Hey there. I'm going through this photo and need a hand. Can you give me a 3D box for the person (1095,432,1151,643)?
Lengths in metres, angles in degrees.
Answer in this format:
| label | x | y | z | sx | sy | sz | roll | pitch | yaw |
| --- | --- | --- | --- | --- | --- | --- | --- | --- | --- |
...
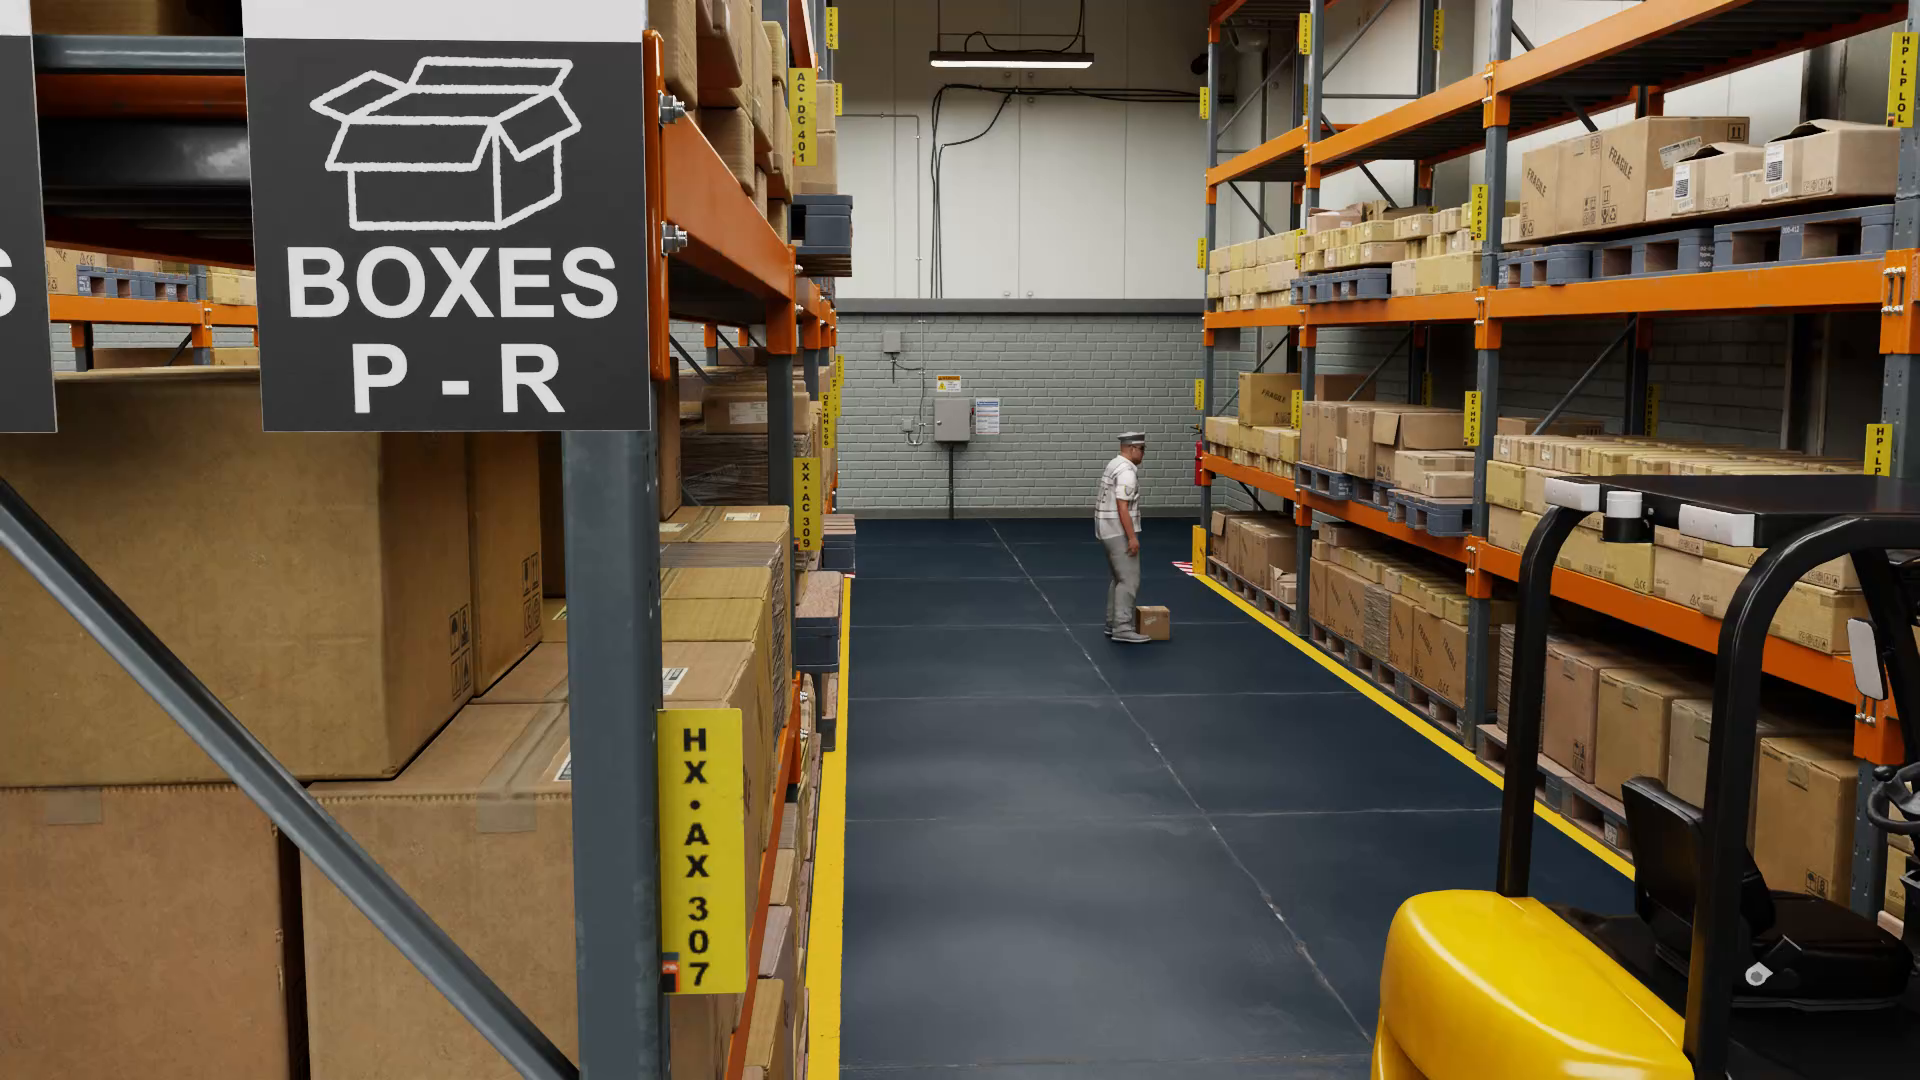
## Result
| label | x | y | z | sx | sy | sz | roll | pitch | yaw |
| --- | --- | --- | --- | --- | --- | --- | --- | --- | --- |
| person | 1.364 | -0.037 | 14.017 | 0.437 | 1.748 | 0.587 | 0 | 7 | -3 |
